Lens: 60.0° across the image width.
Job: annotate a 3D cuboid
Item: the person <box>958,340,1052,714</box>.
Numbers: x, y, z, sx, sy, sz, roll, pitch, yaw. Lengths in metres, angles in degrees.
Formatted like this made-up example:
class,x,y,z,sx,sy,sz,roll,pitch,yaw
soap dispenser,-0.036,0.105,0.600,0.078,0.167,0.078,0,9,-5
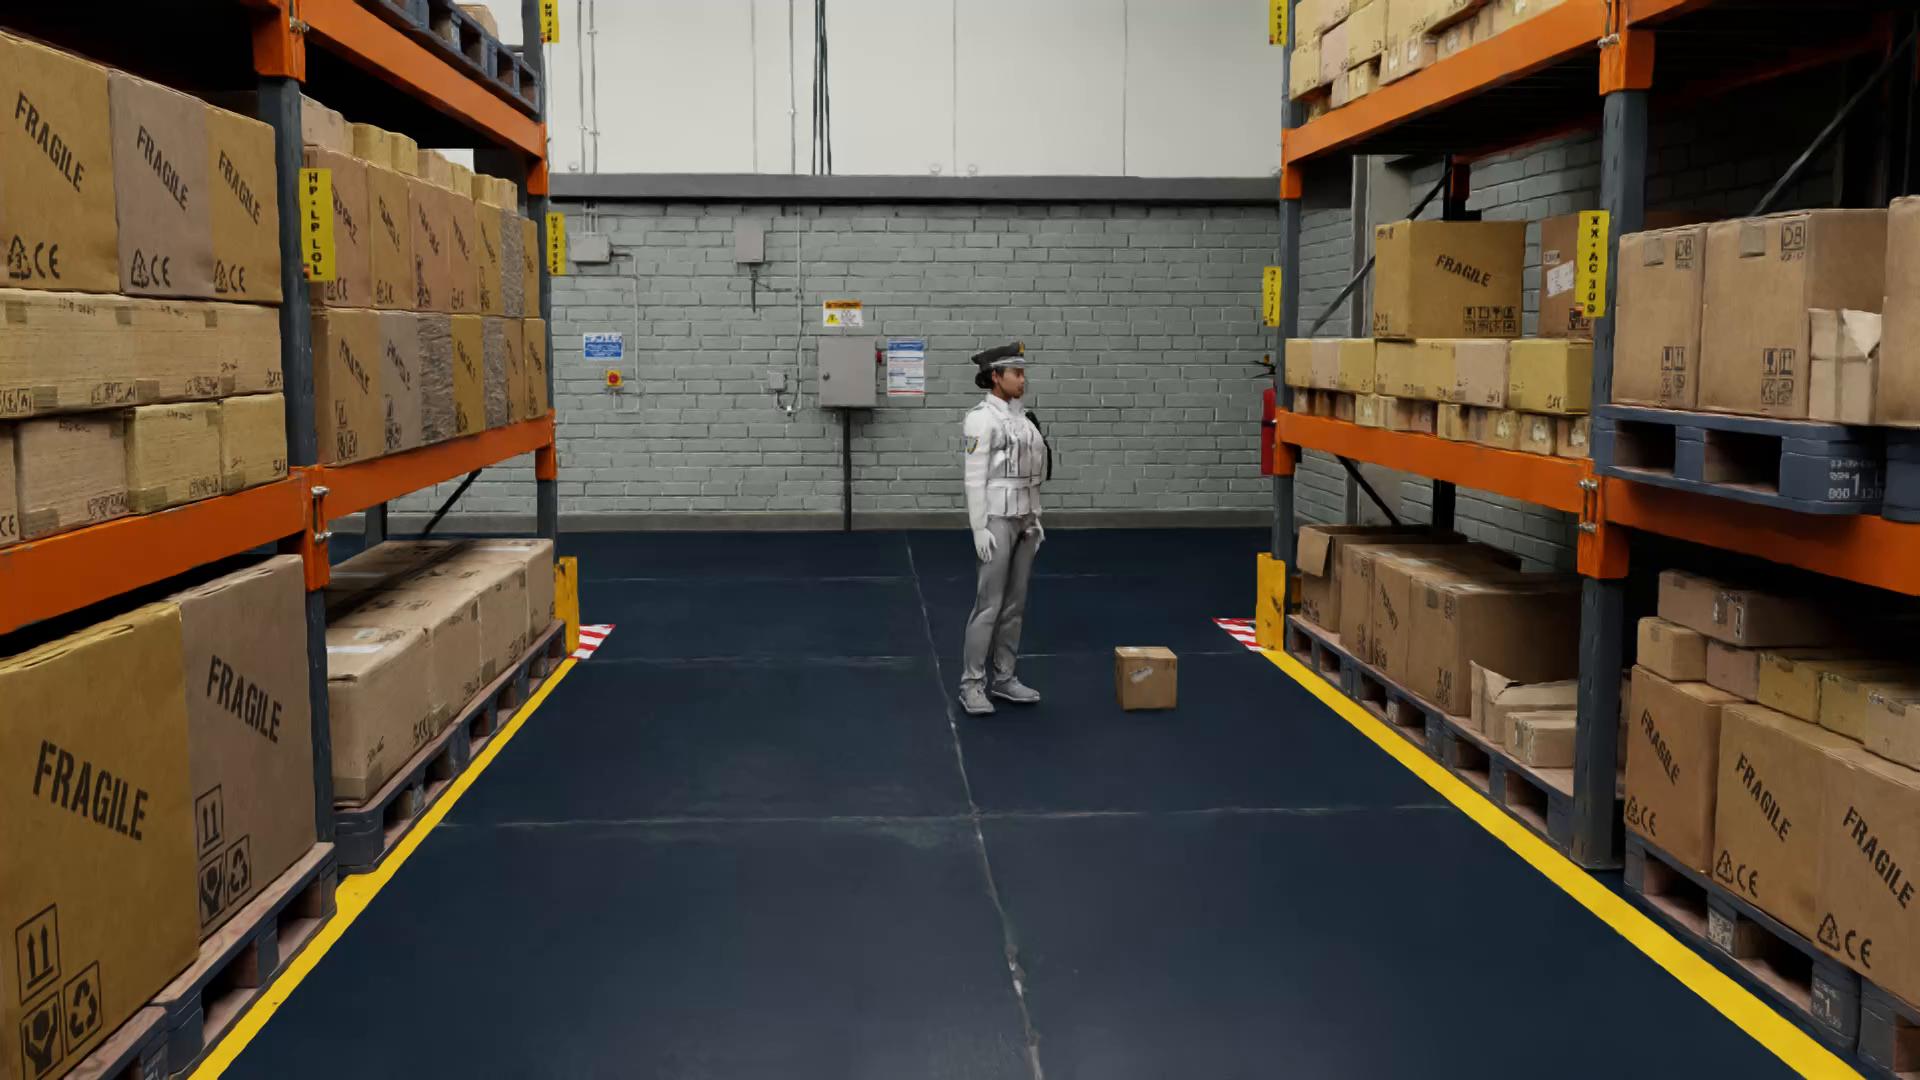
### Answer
class,x,y,z,sx,sy,sz,roll,pitch,yaw
person,0.200,-0.074,7.706,0.346,1.689,0.616,4,8,32
